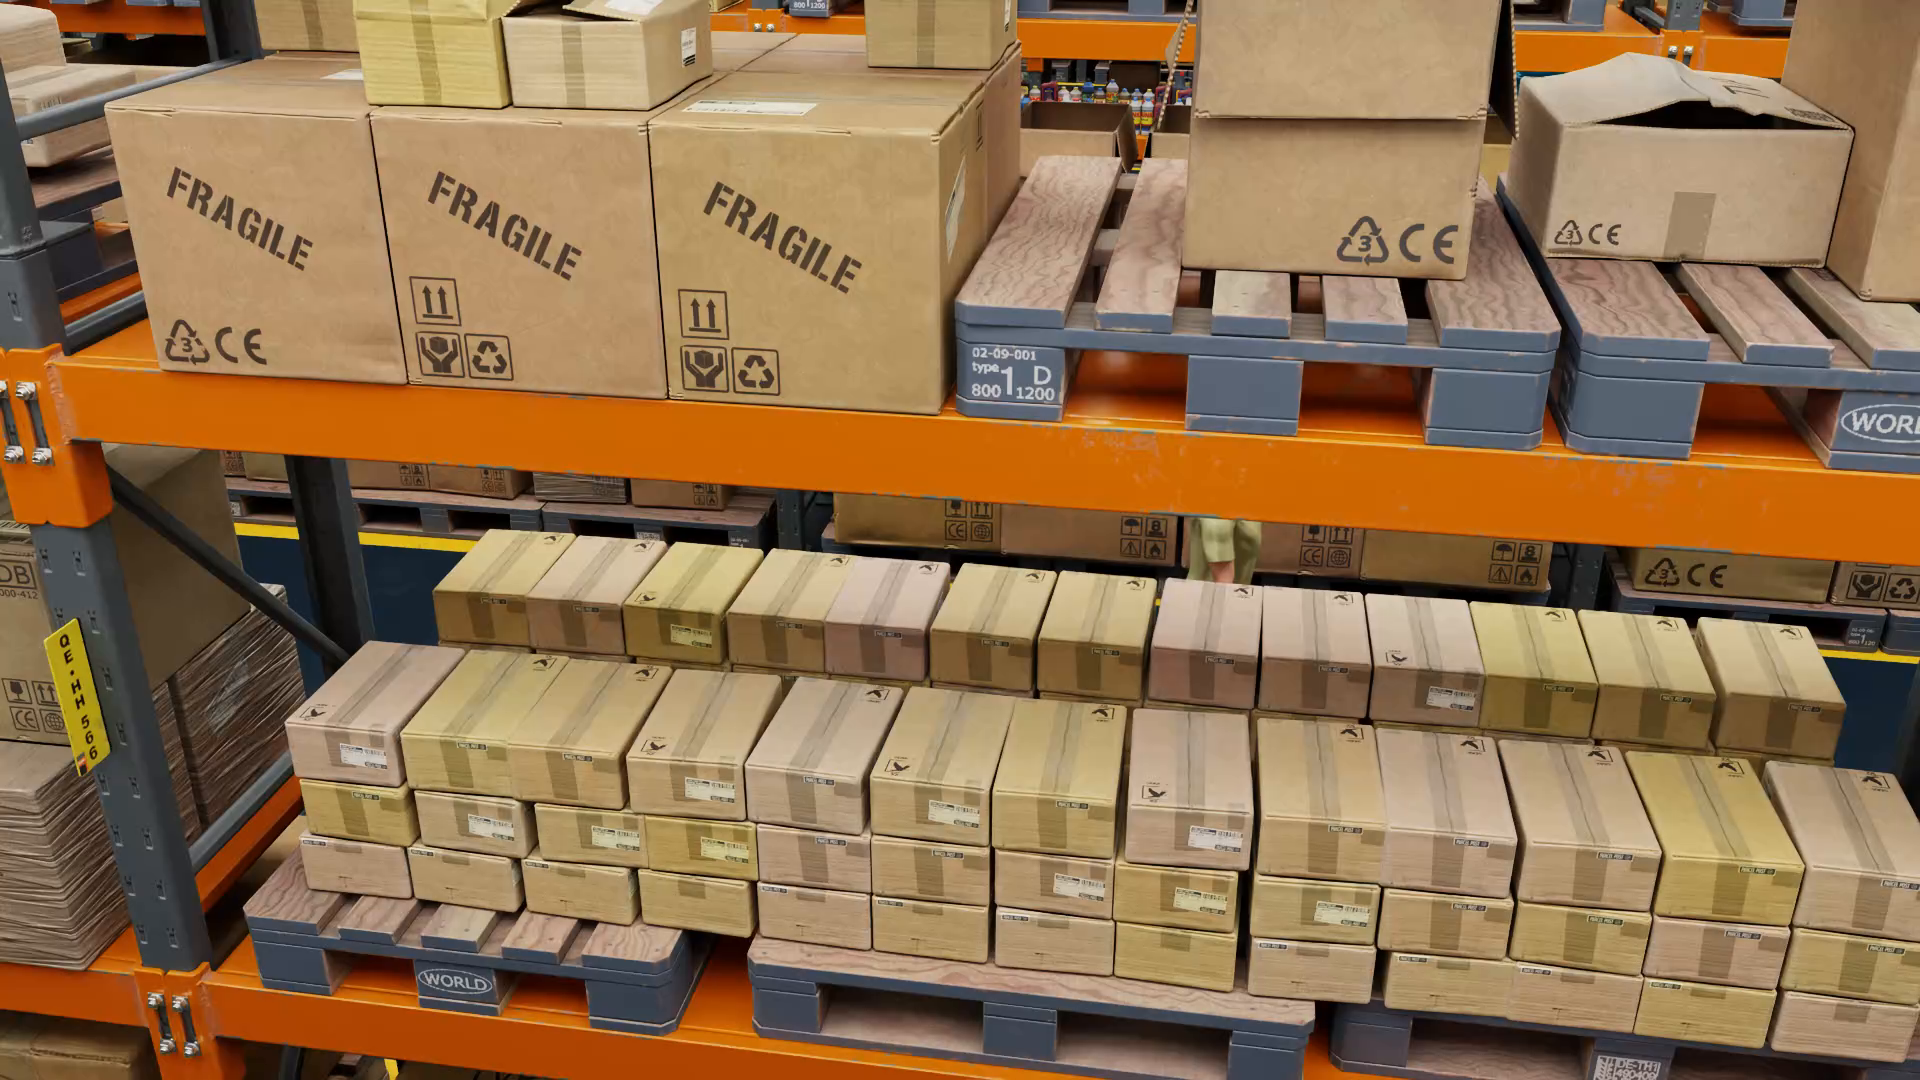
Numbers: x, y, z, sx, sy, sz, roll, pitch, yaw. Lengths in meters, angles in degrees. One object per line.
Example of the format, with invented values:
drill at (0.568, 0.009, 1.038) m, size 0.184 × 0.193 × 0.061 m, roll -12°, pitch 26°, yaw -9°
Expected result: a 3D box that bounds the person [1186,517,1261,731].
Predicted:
person at (1.072, 0.314, 6.388) m, size 0.731 × 1.662 × 0.496 m, roll 7°, pitch 26°, yaw 14°
